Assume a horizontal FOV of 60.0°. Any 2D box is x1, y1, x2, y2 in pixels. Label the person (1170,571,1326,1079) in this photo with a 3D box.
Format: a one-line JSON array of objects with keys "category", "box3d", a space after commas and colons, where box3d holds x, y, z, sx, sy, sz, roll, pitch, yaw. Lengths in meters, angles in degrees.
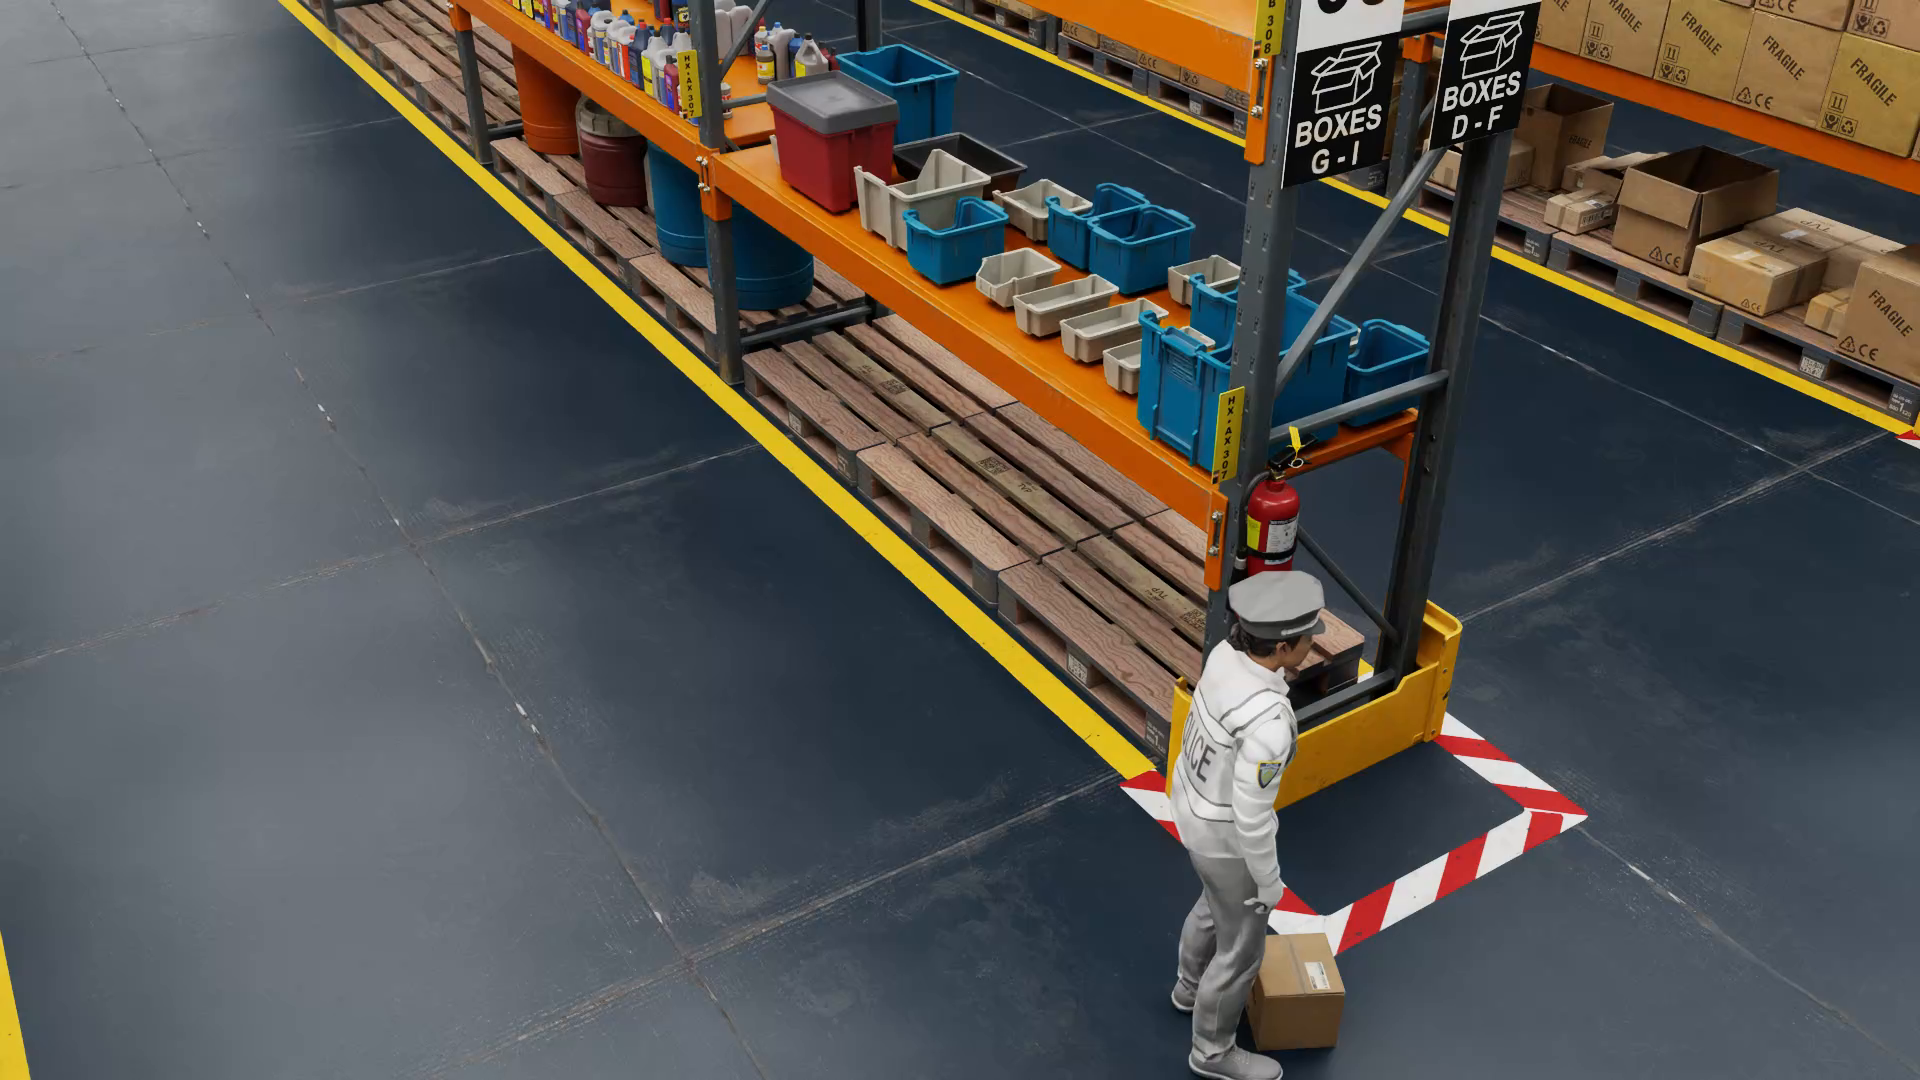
[{"category": "person", "box3d": [0.803, 0.836, 4.834, 0.370, 1.667, 0.549, -3, 33, -5]}]
